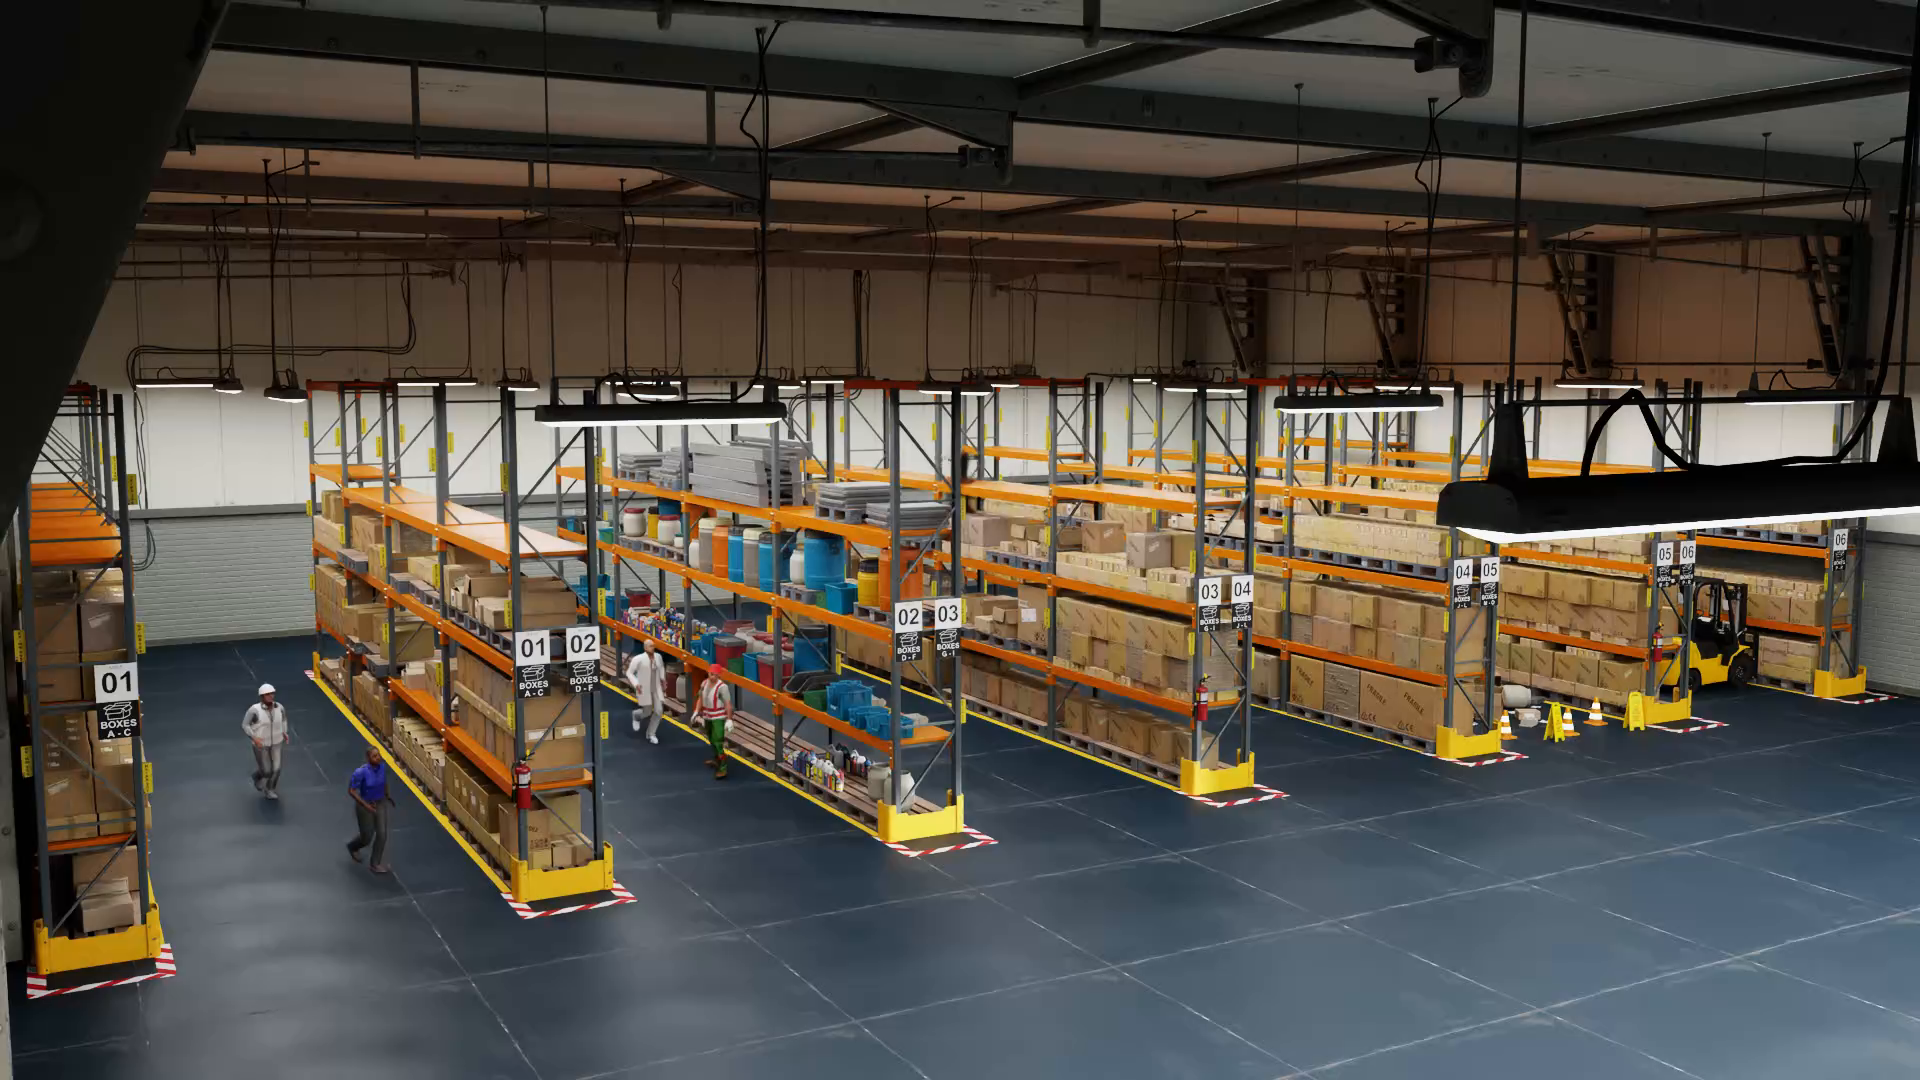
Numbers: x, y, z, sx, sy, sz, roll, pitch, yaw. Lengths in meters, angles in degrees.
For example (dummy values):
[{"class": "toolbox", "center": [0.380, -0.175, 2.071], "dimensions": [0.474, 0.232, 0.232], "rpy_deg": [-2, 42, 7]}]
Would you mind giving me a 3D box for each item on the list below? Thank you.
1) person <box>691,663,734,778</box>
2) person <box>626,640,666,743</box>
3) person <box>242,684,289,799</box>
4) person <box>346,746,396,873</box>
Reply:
[{"class": "person", "center": [-3.812, 2.741, 25.715], "dimensions": [0.827, 1.724, 0.697], "rpy_deg": [5, 8, 41]}, {"class": "person", "center": [-5.269, 2.517, 27.969], "dimensions": [0.728, 1.734, 0.721], "rpy_deg": [-5, 8, -39]}, {"class": "person", "center": [-10.101, 2.920, 24.192], "dimensions": [0.658, 1.699, 0.632], "rpy_deg": [-6, 8, -44]}, {"class": "person", "center": [-7.426, 3.375, 20.786], "dimensions": [0.701, 1.529, 0.556], "rpy_deg": [5, 8, 40]}]
